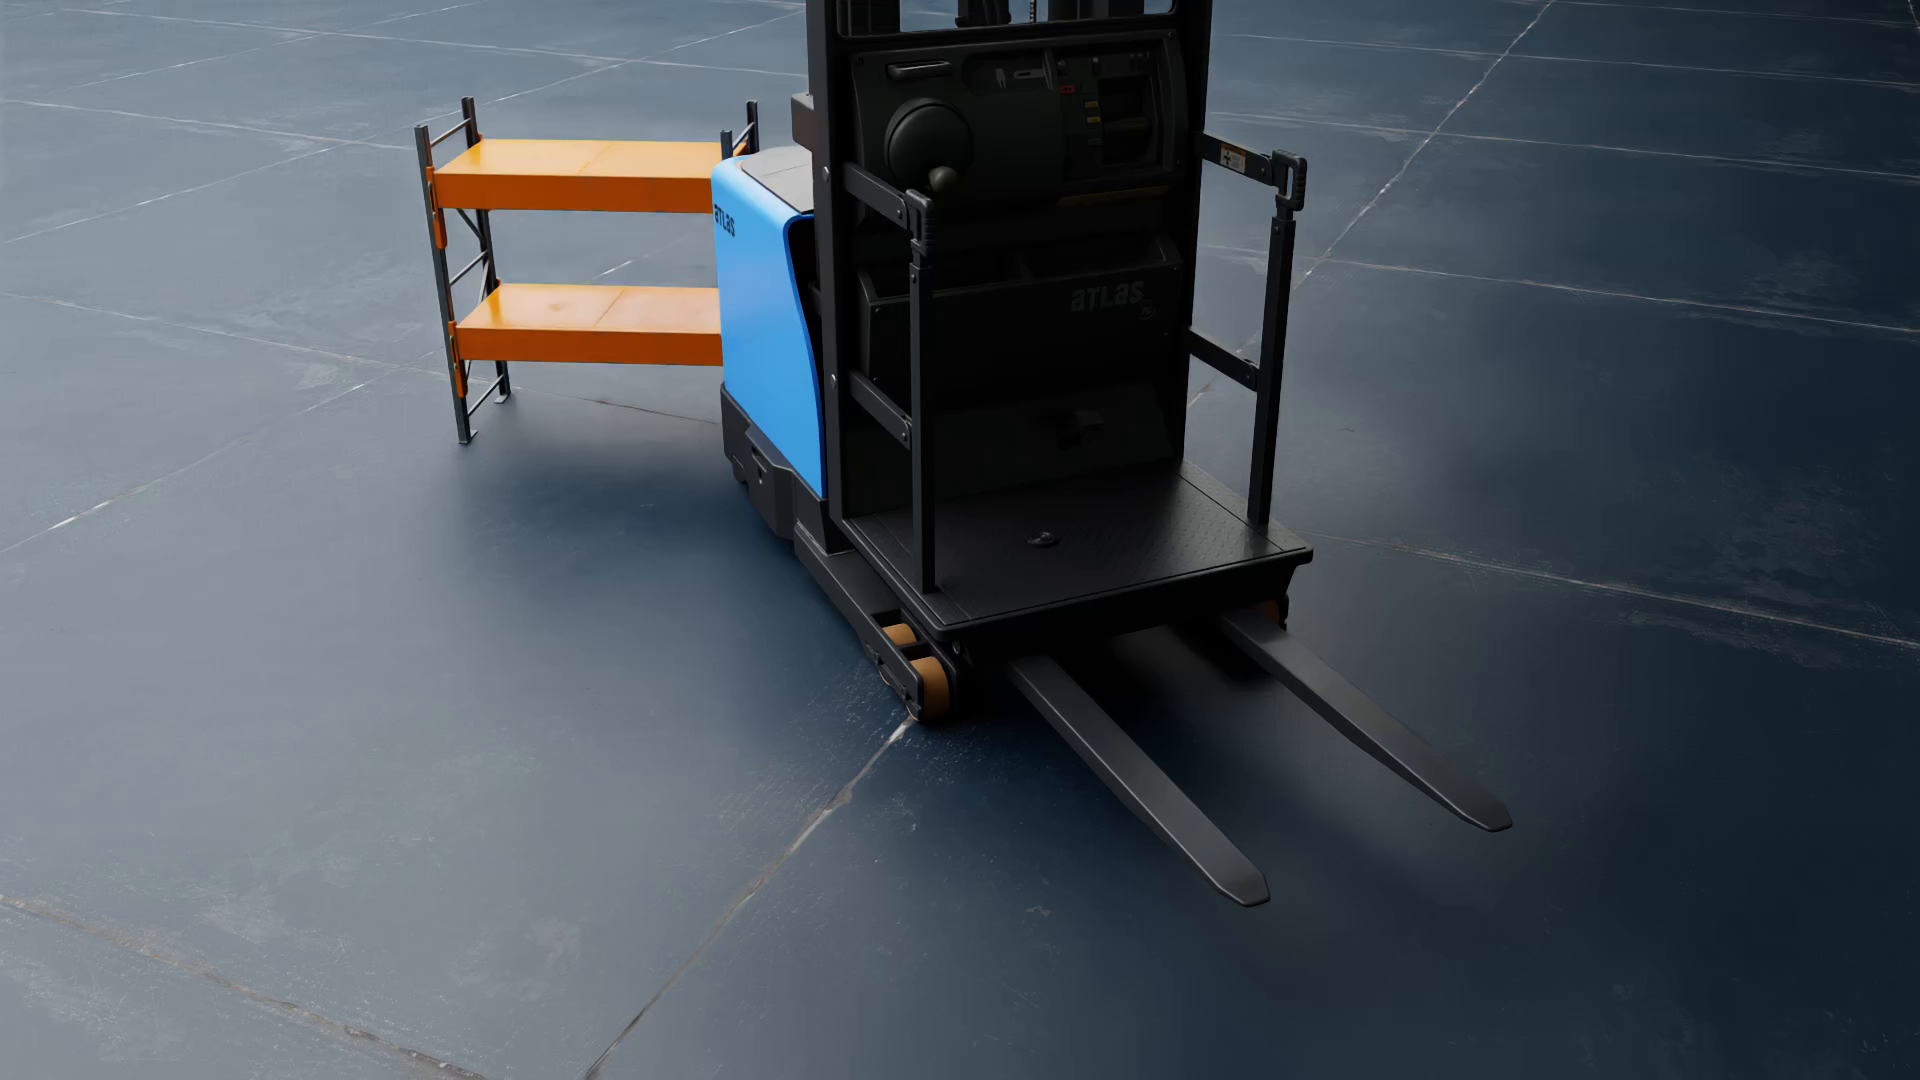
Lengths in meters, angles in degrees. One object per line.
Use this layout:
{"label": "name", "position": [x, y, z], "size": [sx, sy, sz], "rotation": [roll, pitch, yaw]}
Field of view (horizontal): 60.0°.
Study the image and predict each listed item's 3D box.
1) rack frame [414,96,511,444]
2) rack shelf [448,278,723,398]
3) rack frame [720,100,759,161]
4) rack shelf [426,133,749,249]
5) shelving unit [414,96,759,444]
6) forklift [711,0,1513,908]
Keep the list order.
{"label": "rack frame", "position": [-1.760, -0.960, 5.927], "size": [0.032, 1.125, 0.500], "rotation": [2, 26, 4]}
{"label": "rack shelf", "position": [-1.253, -0.725, 6.002], "size": [1.000, 0.278, 0.538], "rotation": [2, 26, 4]}
{"label": "rack frame", "position": [-0.746, -0.928, 5.861], "size": [0.032, 1.125, 0.500], "rotation": [2, 26, 4]}
{"label": "rack shelf", "position": [-1.253, -1.207, 5.765], "size": [1.000, 0.278, 0.538], "rotation": [2, 26, 4]}
{"label": "shelving unit", "position": [-1.253, -0.944, 5.894], "size": [1.048, 1.125, 0.538], "rotation": [2, 26, 4]}
{"label": "forklift", "position": [0.253, -1.063, 4.092], "size": [1.130, 2.935, 3.031], "rotation": [-11, 28, -21]}
